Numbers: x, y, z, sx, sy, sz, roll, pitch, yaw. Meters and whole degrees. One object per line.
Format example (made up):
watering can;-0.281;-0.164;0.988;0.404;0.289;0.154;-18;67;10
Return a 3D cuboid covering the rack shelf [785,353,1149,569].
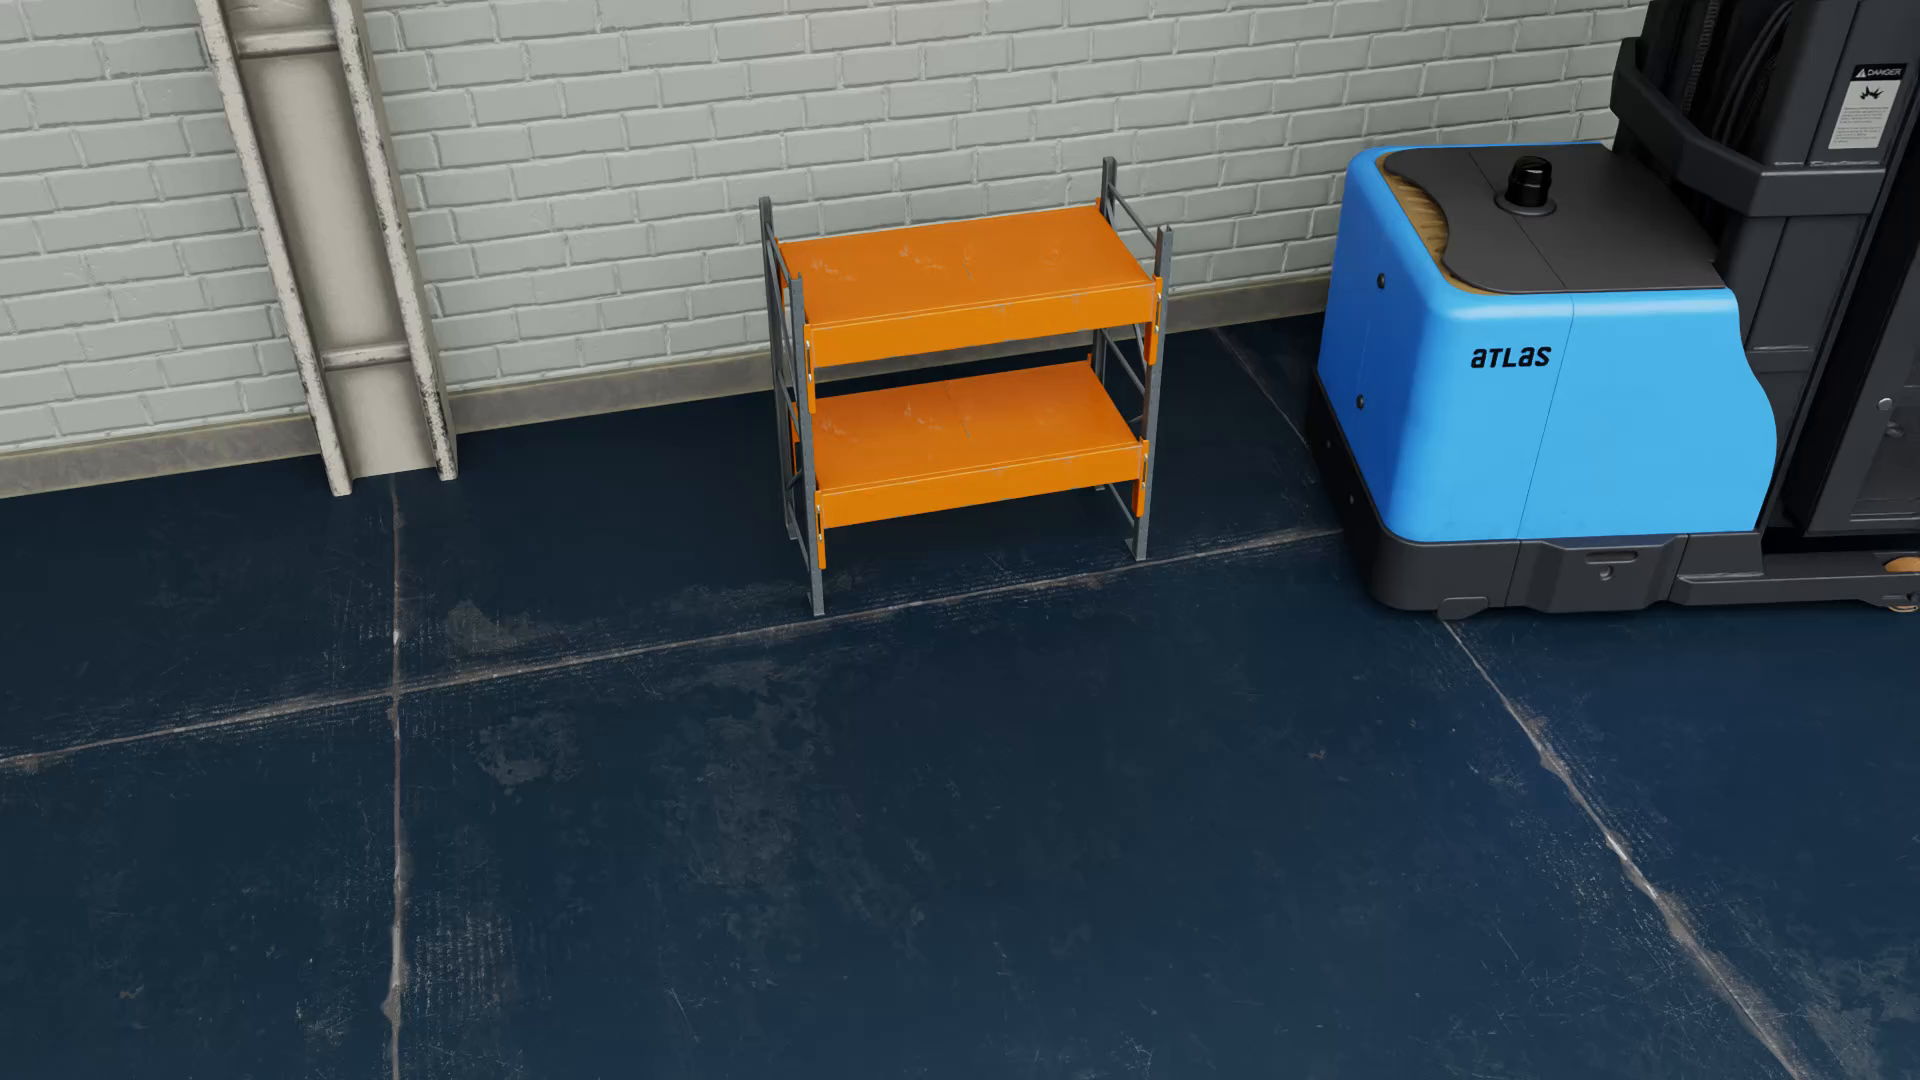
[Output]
rack shelf;0.007;-0.254;5.058;1.000;0.278;0.538;-9;38;-12

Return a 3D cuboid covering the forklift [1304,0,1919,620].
forklift;2.698;-1.270;4.498;3.031;2.935;1.130;-2;37;-3

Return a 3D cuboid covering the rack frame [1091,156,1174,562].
rack frame;0.497;-0.528;5.015;0.032;1.125;0.500;-9;38;-12

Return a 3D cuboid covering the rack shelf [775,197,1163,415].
rack shelf;0.007;-0.680;4.732;1.000;0.278;0.538;-9;38;-12

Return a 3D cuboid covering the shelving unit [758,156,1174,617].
shelving unit;0.007;-0.448;4.910;1.048;1.125;0.538;-9;38;-12

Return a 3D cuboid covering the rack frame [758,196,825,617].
rack frame;-0.484;-0.367;4.804;0.032;1.125;0.500;-9;38;-12
